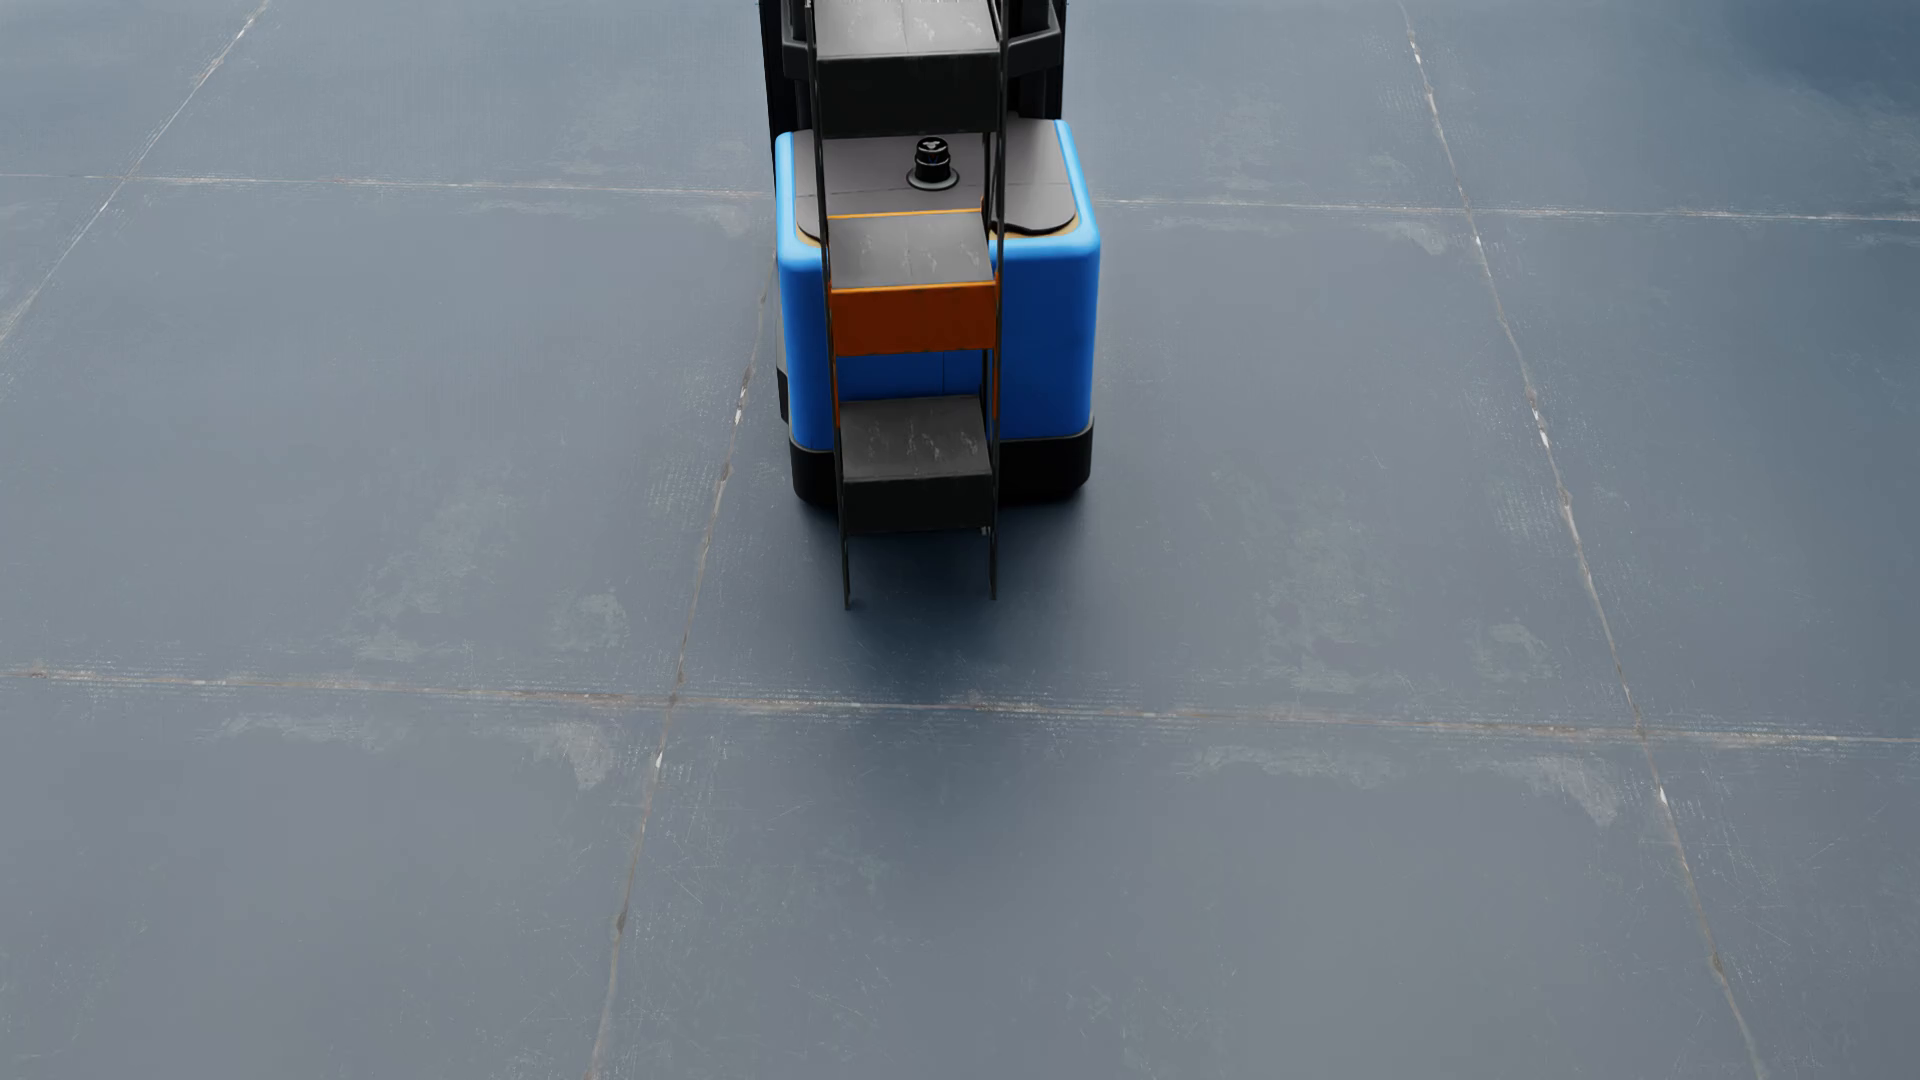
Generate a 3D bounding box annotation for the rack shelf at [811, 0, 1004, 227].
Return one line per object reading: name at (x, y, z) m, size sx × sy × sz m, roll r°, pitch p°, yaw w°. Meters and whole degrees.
rack shelf at (-0.148, -1.189, 4.479) m, size 0.480 × 0.518 × 0.431 m, roll -4°, pitch 43°, yaw -4°

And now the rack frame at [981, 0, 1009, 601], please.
rack frame at (0.095, -0.702, 4.963) m, size 0.015 × 2.100 × 0.400 m, roll -4°, pitch 43°, yaw -4°

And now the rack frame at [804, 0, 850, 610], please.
rack frame at (-0.391, -0.672, 4.930) m, size 0.015 × 2.100 × 0.400 m, roll -4°, pitch 43°, yaw -4°

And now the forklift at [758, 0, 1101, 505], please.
forklift at (-0.190, -2.194, 5.954) m, size 1.130 × 2.935 × 3.031 m, roll -4°, pitch 43°, yaw -4°

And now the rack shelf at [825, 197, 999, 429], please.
rack shelf at (-0.148, -0.677, 4.956) m, size 0.480 × 0.518 × 0.431 m, roll -4°, pitch 43°, yaw -4°

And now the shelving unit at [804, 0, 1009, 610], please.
shelving unit at (-0.148, -0.687, 4.947) m, size 0.503 × 2.100 × 0.431 m, roll -4°, pitch 43°, yaw -4°

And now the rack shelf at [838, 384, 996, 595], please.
rack shelf at (-0.148, -0.165, 5.433) m, size 0.480 × 0.518 × 0.431 m, roll -4°, pitch 43°, yaw -4°
